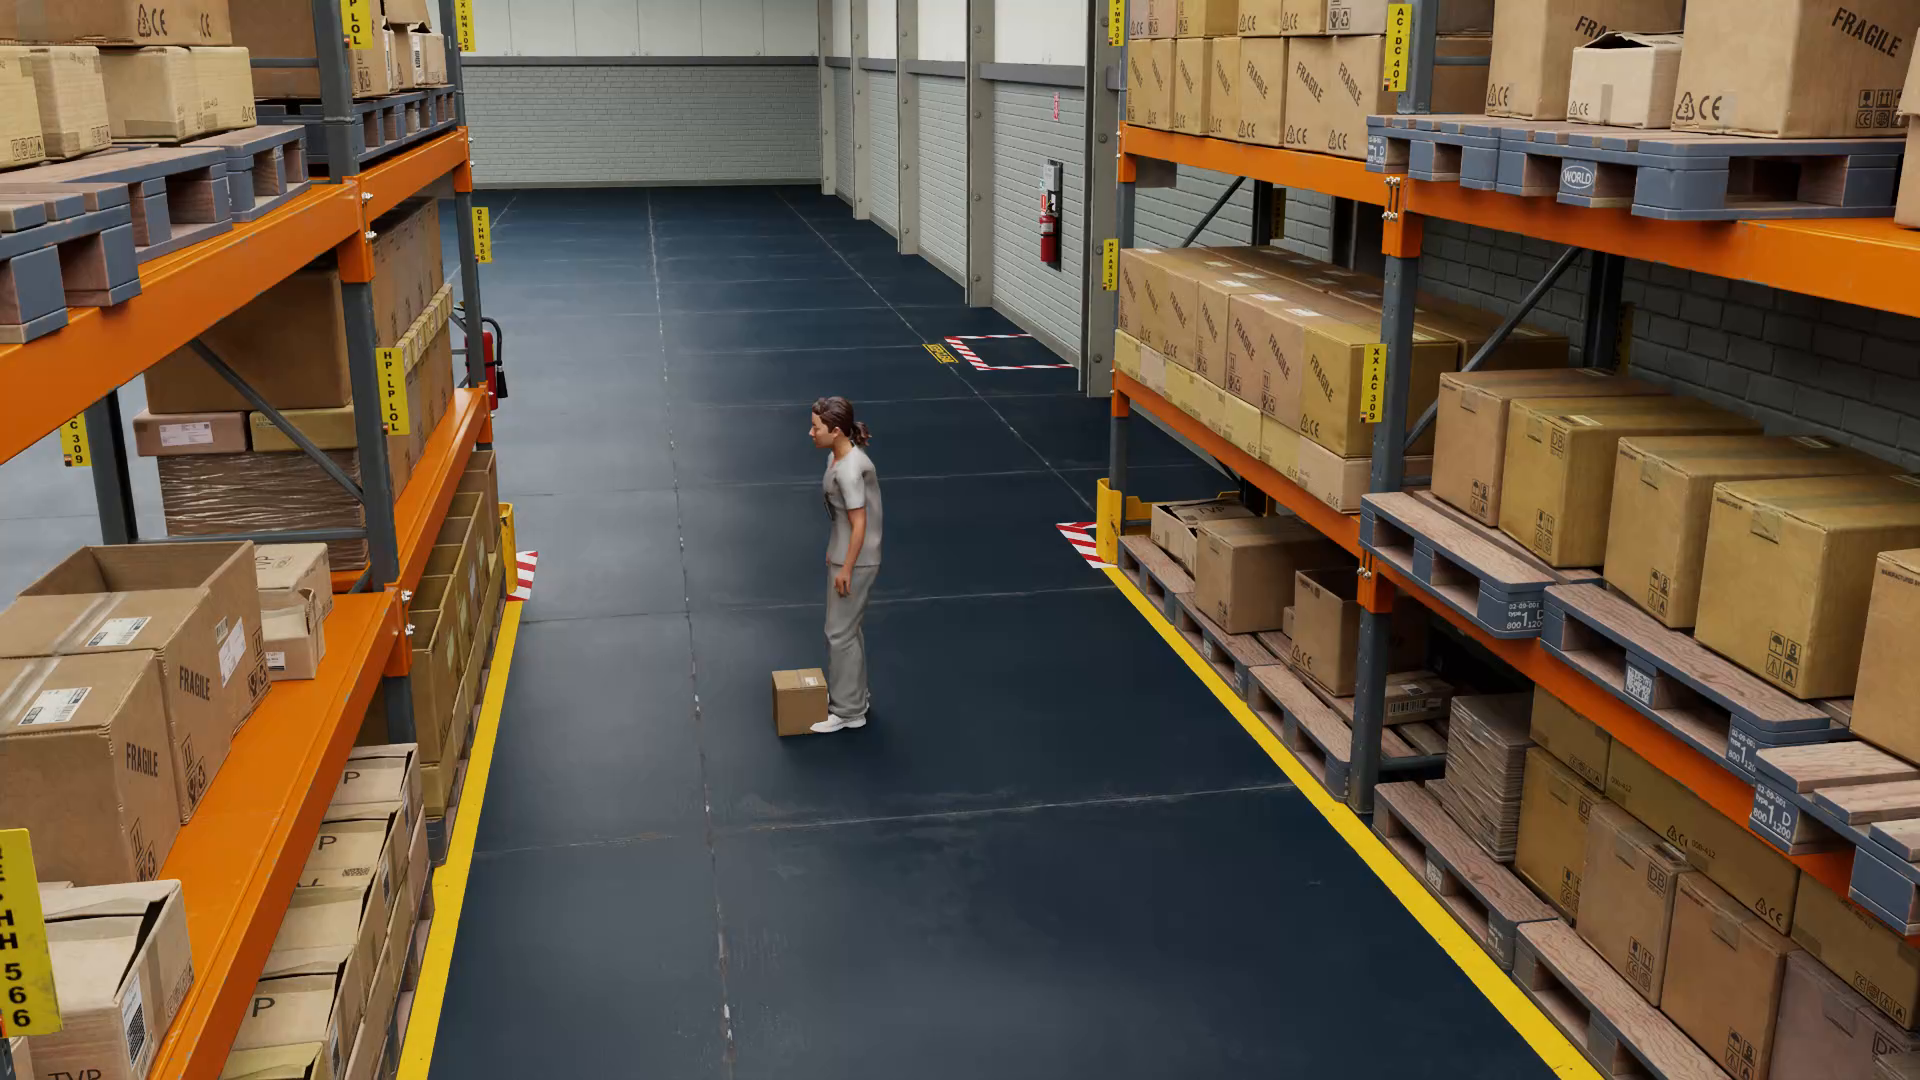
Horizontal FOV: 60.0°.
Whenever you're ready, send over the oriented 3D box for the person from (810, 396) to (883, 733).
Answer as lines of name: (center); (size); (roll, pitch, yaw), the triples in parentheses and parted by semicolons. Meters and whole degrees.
person: (-0.584, 0.111, 8.164); (0.406, 1.673, 0.486); (-3, 17, -10)
